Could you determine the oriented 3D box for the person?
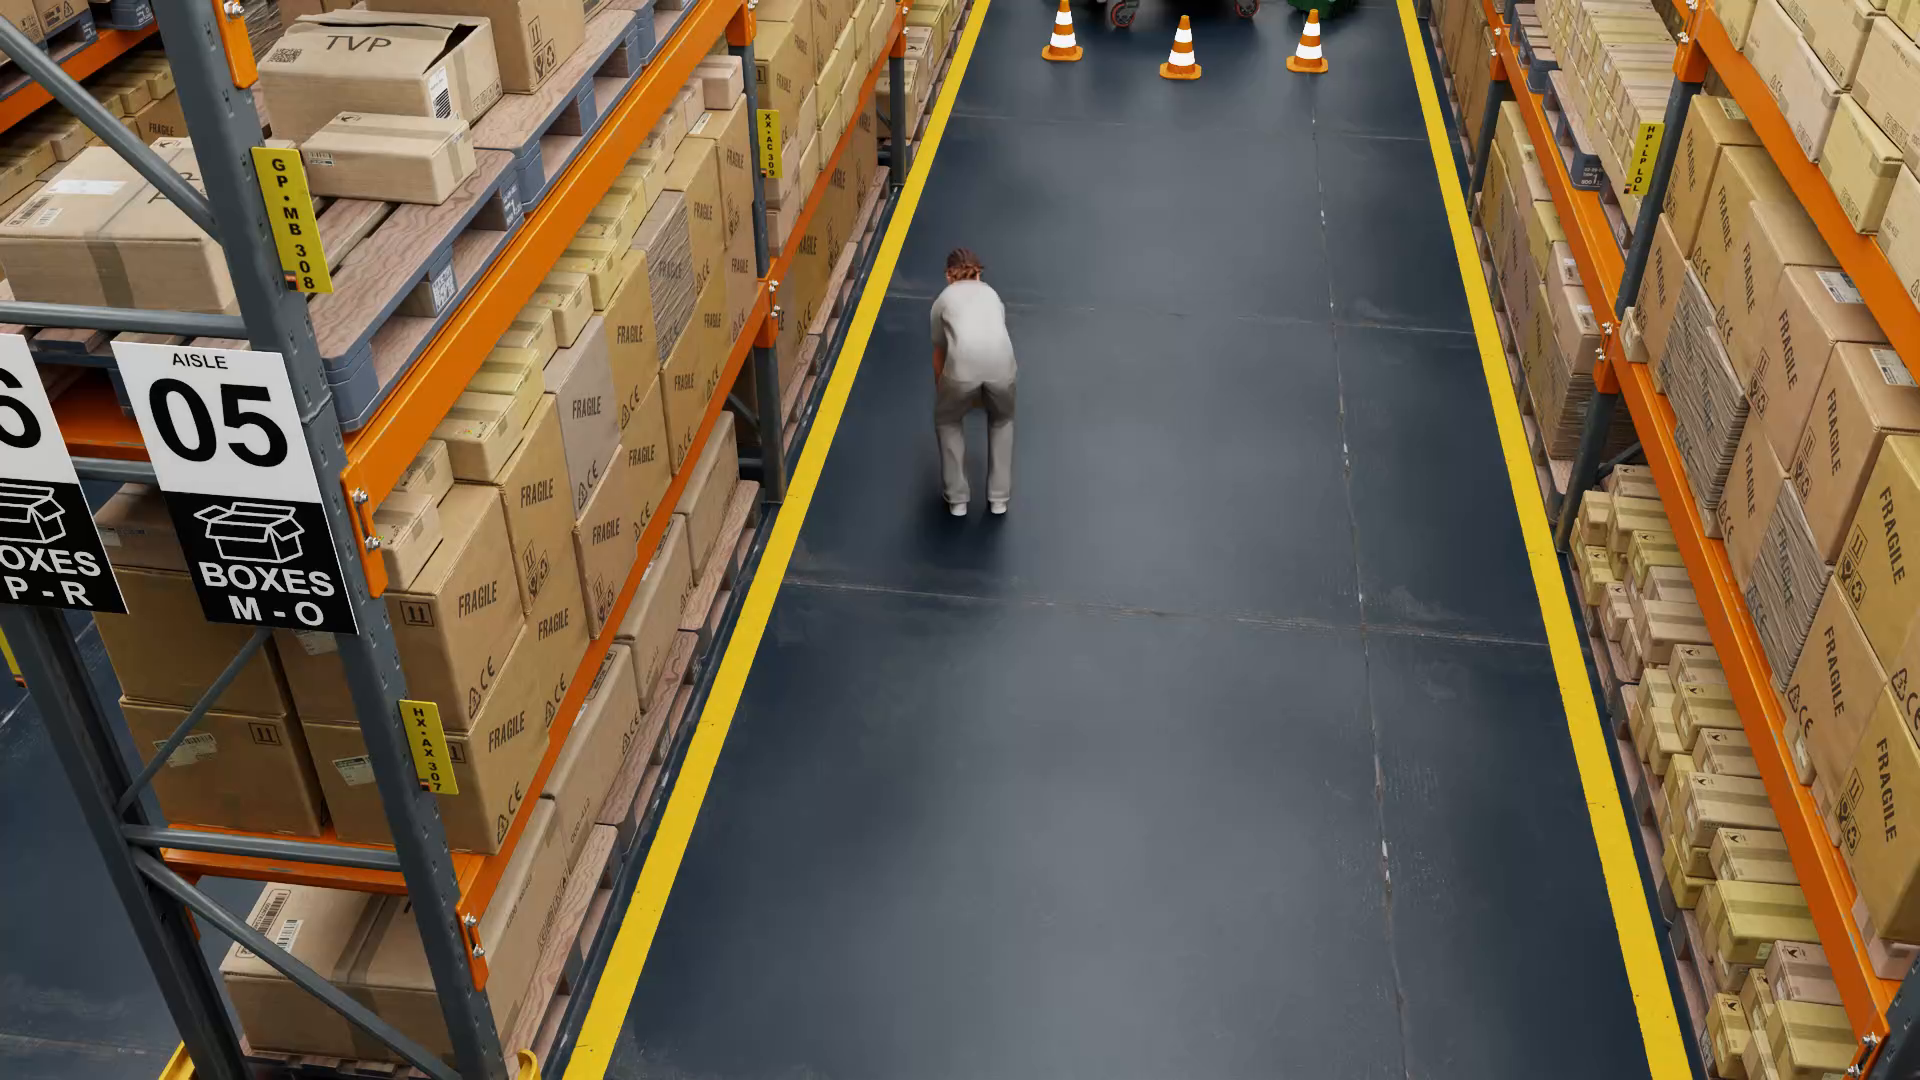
[{"bbox_3d":[0.057,-0.814,8.552,0.417,1.202,0.853,-4,36,-6],"label":"person"}]
